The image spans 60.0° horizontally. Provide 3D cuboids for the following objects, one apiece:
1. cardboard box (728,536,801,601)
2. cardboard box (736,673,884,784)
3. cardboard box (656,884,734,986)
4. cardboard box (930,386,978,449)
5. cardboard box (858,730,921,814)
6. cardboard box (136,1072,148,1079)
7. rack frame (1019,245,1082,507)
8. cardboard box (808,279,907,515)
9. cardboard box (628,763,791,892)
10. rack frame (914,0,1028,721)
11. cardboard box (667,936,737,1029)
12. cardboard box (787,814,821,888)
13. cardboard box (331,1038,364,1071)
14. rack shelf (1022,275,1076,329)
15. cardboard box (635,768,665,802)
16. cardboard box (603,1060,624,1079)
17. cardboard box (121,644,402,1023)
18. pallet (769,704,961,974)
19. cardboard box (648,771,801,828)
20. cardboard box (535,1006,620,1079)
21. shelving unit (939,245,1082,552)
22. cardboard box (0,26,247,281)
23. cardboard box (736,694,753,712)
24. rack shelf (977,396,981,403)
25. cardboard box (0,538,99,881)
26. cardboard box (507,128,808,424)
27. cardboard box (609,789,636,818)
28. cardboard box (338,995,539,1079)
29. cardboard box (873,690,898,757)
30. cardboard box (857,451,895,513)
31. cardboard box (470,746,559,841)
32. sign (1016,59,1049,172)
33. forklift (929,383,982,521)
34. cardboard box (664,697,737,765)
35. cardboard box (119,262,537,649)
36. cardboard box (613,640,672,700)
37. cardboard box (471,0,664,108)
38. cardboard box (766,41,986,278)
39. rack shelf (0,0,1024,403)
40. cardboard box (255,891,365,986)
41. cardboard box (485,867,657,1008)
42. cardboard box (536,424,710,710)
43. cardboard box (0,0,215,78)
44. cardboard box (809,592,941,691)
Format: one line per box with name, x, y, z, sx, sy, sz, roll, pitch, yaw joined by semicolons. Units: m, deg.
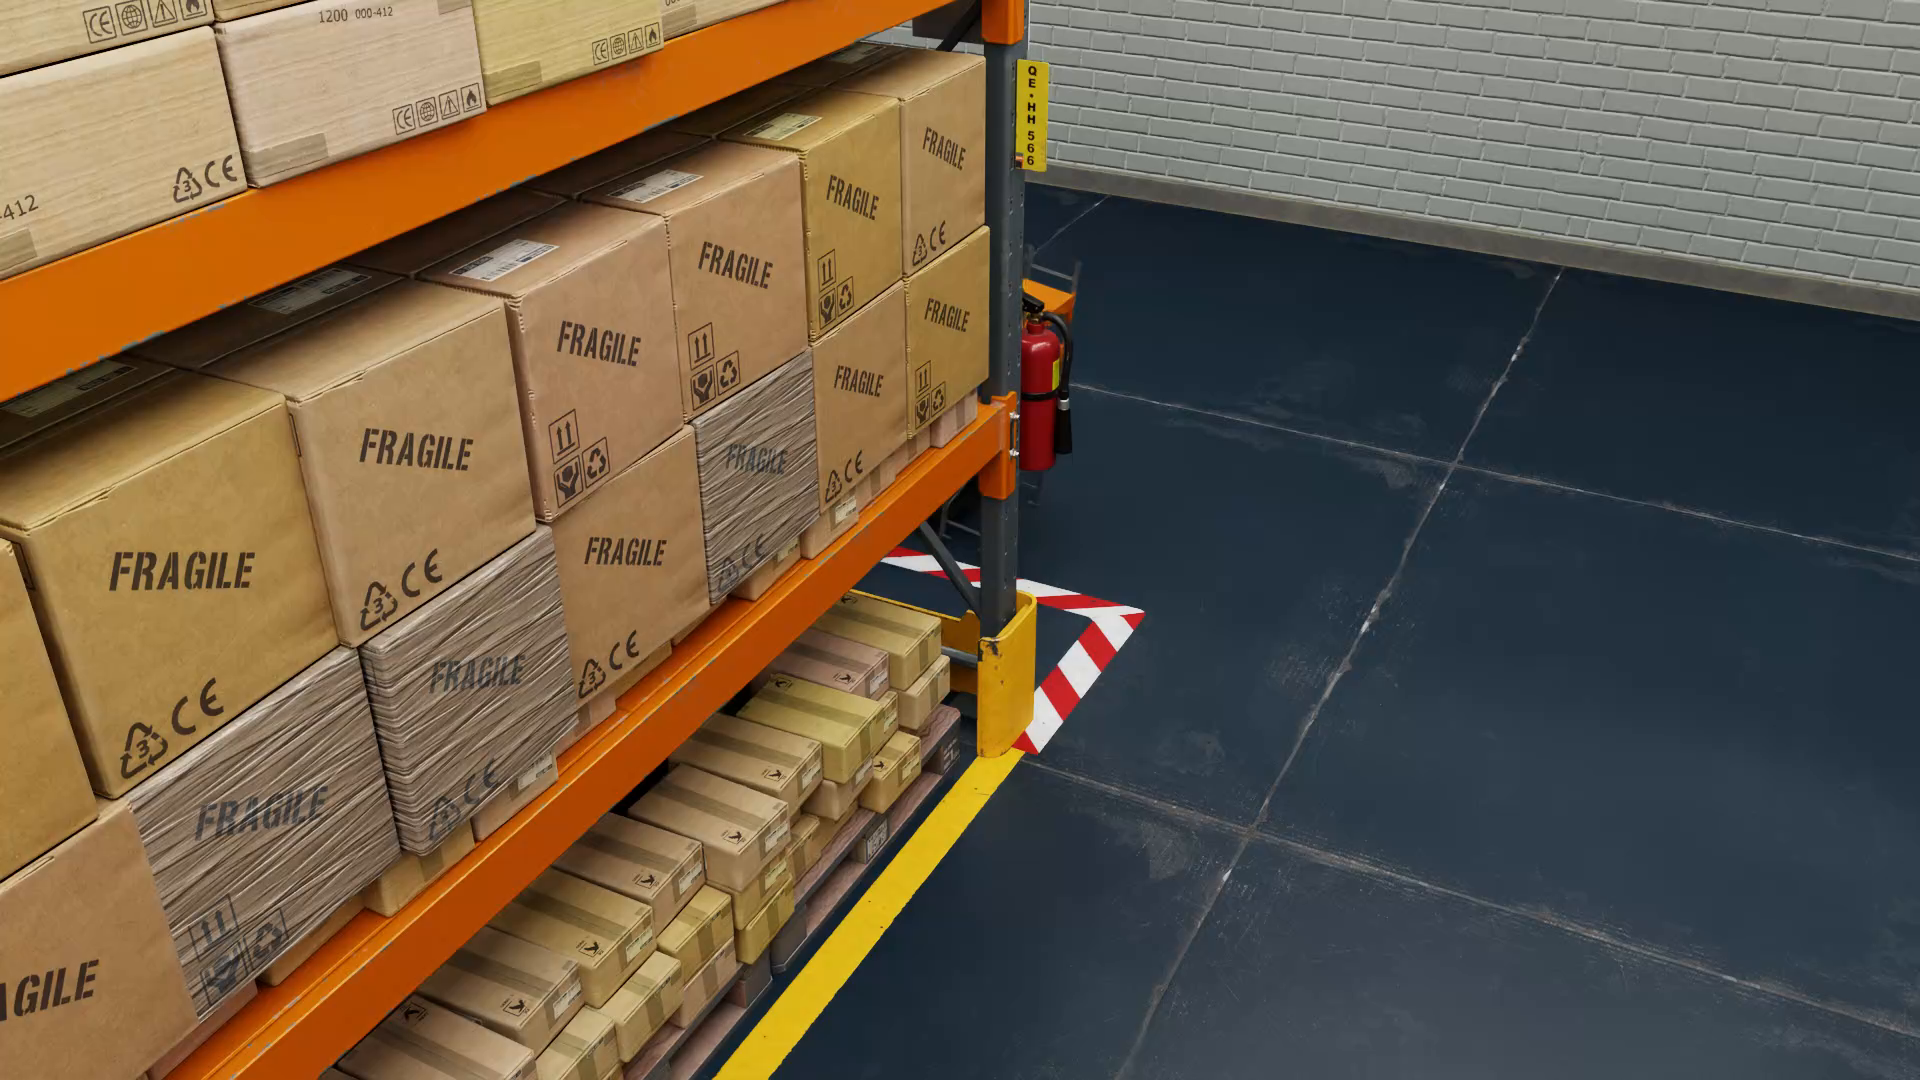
cardboard box;-0.657;0.005;4.482;0.380;0.149;0.250;13;32;21
cardboard box;-0.457;0.573;5.084;0.380;0.149;0.250;14;33;22
cardboard box;-0.850;1.039;4.571;0.380;0.149;0.250;16;34;26
cardboard box;-0.167;-0.440;5.257;0.380;0.149;0.250;14;33;23
cardboard box;-0.352;0.714;5.435;0.380;0.149;0.250;15;33;25
cardboard box;-1.621;0.942;2.850;0.380;0.149;0.250;15;33;25
rack frame;0.322;-0.691;7.219;0.240;1.200;0.015;22;36;20
cardboard box;-0.485;-0.445;4.614;0.500;0.500;0.500;14;33;22
cardboard box;-0.704;0.805;4.680;0.380;0.149;0.250;16;33;25
rack frame;-0.271;-0.758;5.557;1.000;3.000;0.127;14;33;23
cardboard box;-0.852;1.168;4.645;0.380;0.149;0.250;15;33;24
cardboard box;-0.650;0.924;5.070;0.380;0.149;0.250;15;33;24
cardboard box;-1.713;1.277;4.156;0.380;0.149;0.250;15;33;24
rack shelf;0.253;-0.908;6.816;0.258;0.148;0.480;22;36;20
cardboard box;-1.162;0.791;5.302;0.380;0.149;0.250;15;33;24
cardboard box;-1.086;1.397;4.247;0.380;0.149;0.250;13;32;22
cardboard box;-1.424;0.460;3.038;0.500;0.500;0.500;14;33;23
pallet;-0.707;0.837;5.580;1.003;0.211;1.213;14;33;23
cardboard box;-0.706;0.793;5.000;0.380;0.149;0.250;14;33;23
cardboard box;-1.085;1.271;4.167;0.380;0.149;0.250;14;33;23
shelving unit;0.205;-0.584;7.033;0.258;1.200;0.503;22;36;20
cardboard box;-1.427;-0.590;2.403;0.500;0.250;0.500;14;33;23
cardboard box;-0.841;0.591;5.650;0.380;0.149;0.250;14;33;23
rack shelf;0.197;-0.528;7.070;0.258;0.148;0.480;22;36;20
cardboard box;-1.670;0.265;2.374;0.500;0.500;0.500;15;33;24
cardboard box;-0.717;-0.647;3.962;0.500;0.500;0.500;16;34;26
cardboard box;-1.195;0.807;4.975;0.380;0.149;0.250;13;32;21
cardboard box;-1.215;1.259;3.889;0.380;0.149;0.250;15;33;24
cardboard box;-0.424;0.570;5.388;0.380;0.149;0.250;14;33;22
cardboard box;-0.415;-0.224;4.880;0.380;0.149;0.250;14;33;23
cardboard box;-1.116;0.478;3.657;0.380;0.149;0.250;16;33;25
sign;0.214;-1.262;4.956;0.100;0.325;0.005;14;33;23
forklift;-1.442;-1.294;6.559;3.031;2.935;1.130;-13;32;-22
cardboard box;-0.945;0.579;5.373;0.380;0.149;0.250;15;33;24
cardboard box;-1.191;-0.185;3.157;0.500;0.500;0.500;15;33;24
cardboard box;-0.939;0.232;4.086;0.380;0.149;0.250;15;33;24
cardboard box;-0.931;-1.047;3.199;0.500;0.250;0.500;16;33;25
cardboard box;-0.258;-1.104;4.758;0.500;0.500;0.500;14;33;22
rack shelf;-1.182;-0.860;3.446;1.077;0.370;4.000;14;33;23
cardboard box;-1.417;0.693;3.284;0.380;0.149;0.250;13;32;21
cardboard box;-1.017;1.019;4.307;0.380;0.149;0.250;14;33;24
cardboard box;-0.944;0.000;3.838;0.500;0.500;0.500;16;34;26
cardboard box;-1.429;-0.816;2.295;0.500;0.250;0.500;14;33;23
cardboard box;-0.286;0.331;5.506;0.380;0.149;0.250;15;33;24
